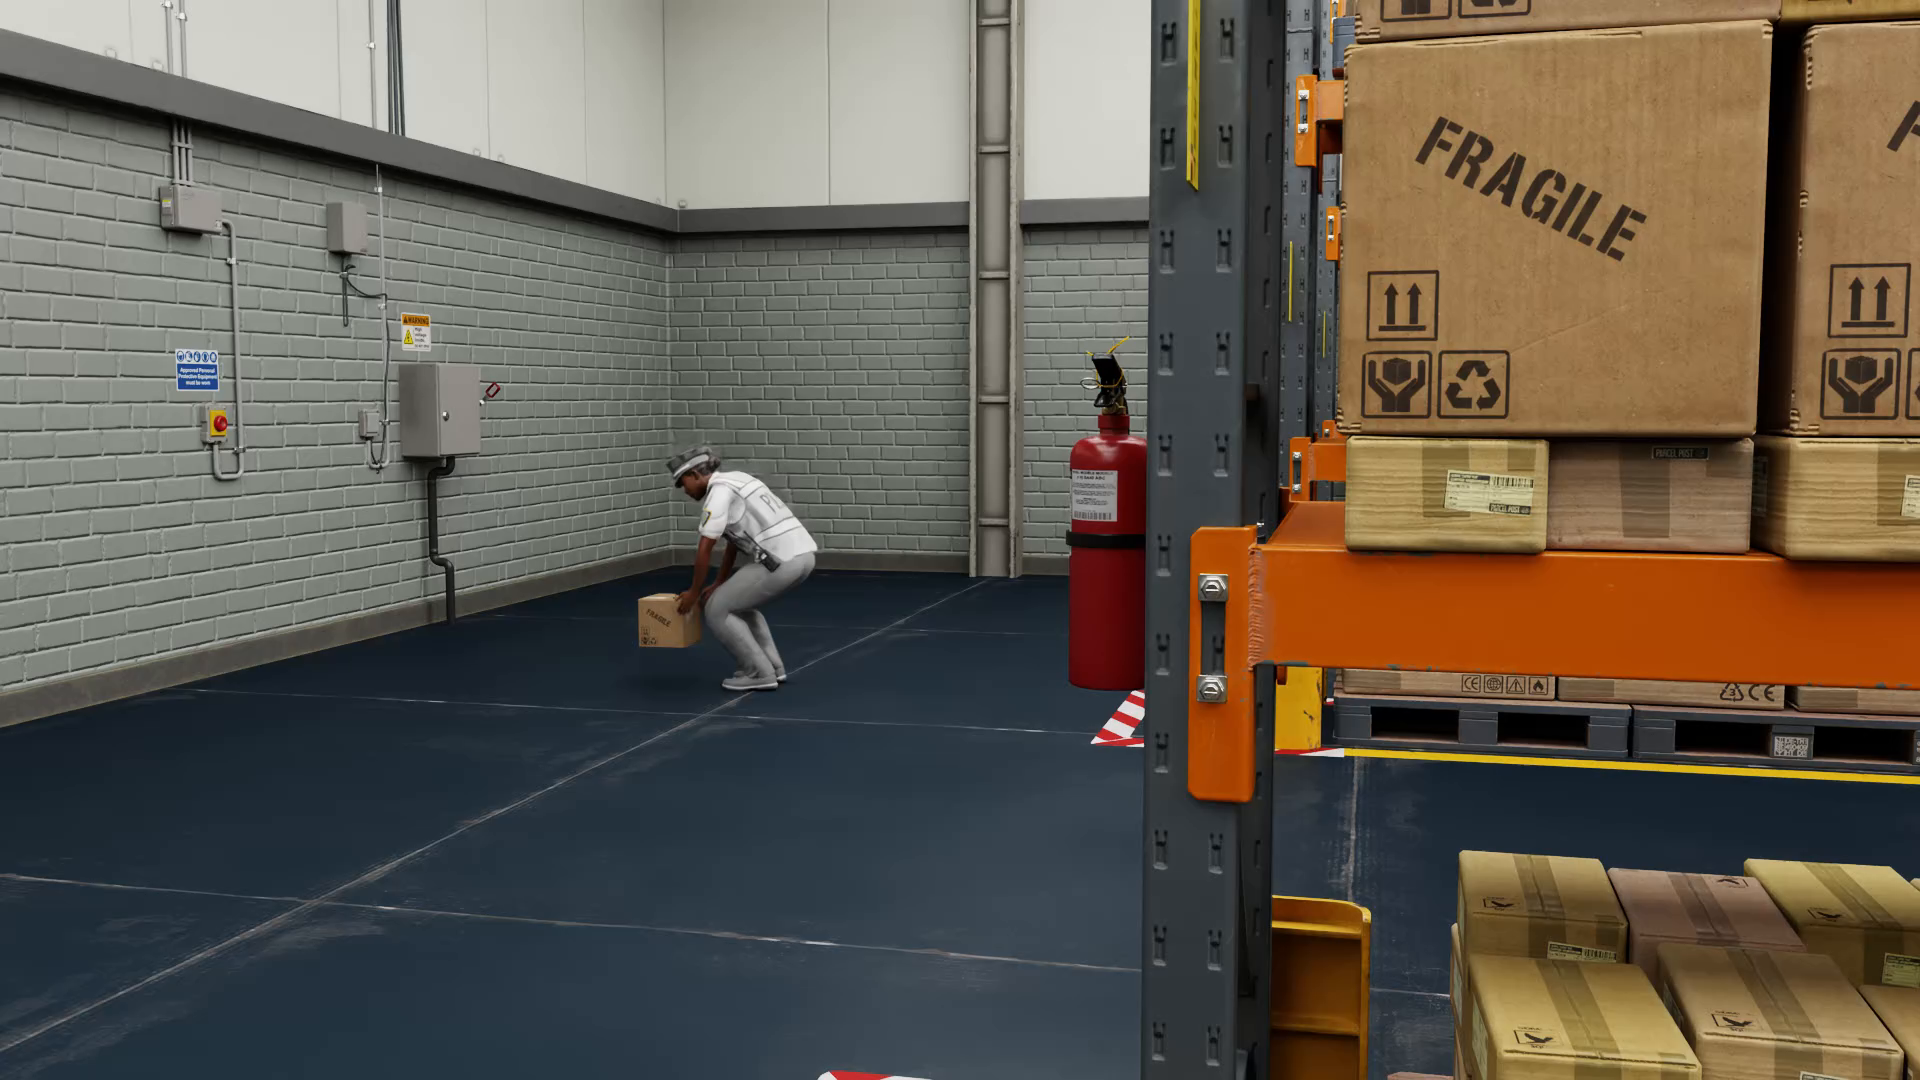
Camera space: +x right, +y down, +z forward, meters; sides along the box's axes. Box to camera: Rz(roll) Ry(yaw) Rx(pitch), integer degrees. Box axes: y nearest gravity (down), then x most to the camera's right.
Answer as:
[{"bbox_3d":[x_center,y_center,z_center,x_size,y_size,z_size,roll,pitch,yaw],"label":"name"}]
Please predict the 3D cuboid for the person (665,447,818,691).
[{"bbox_3d":[-1.138,0.142,8.579,0.777,1.249,0.496,1,5,14],"label":"person"}]
